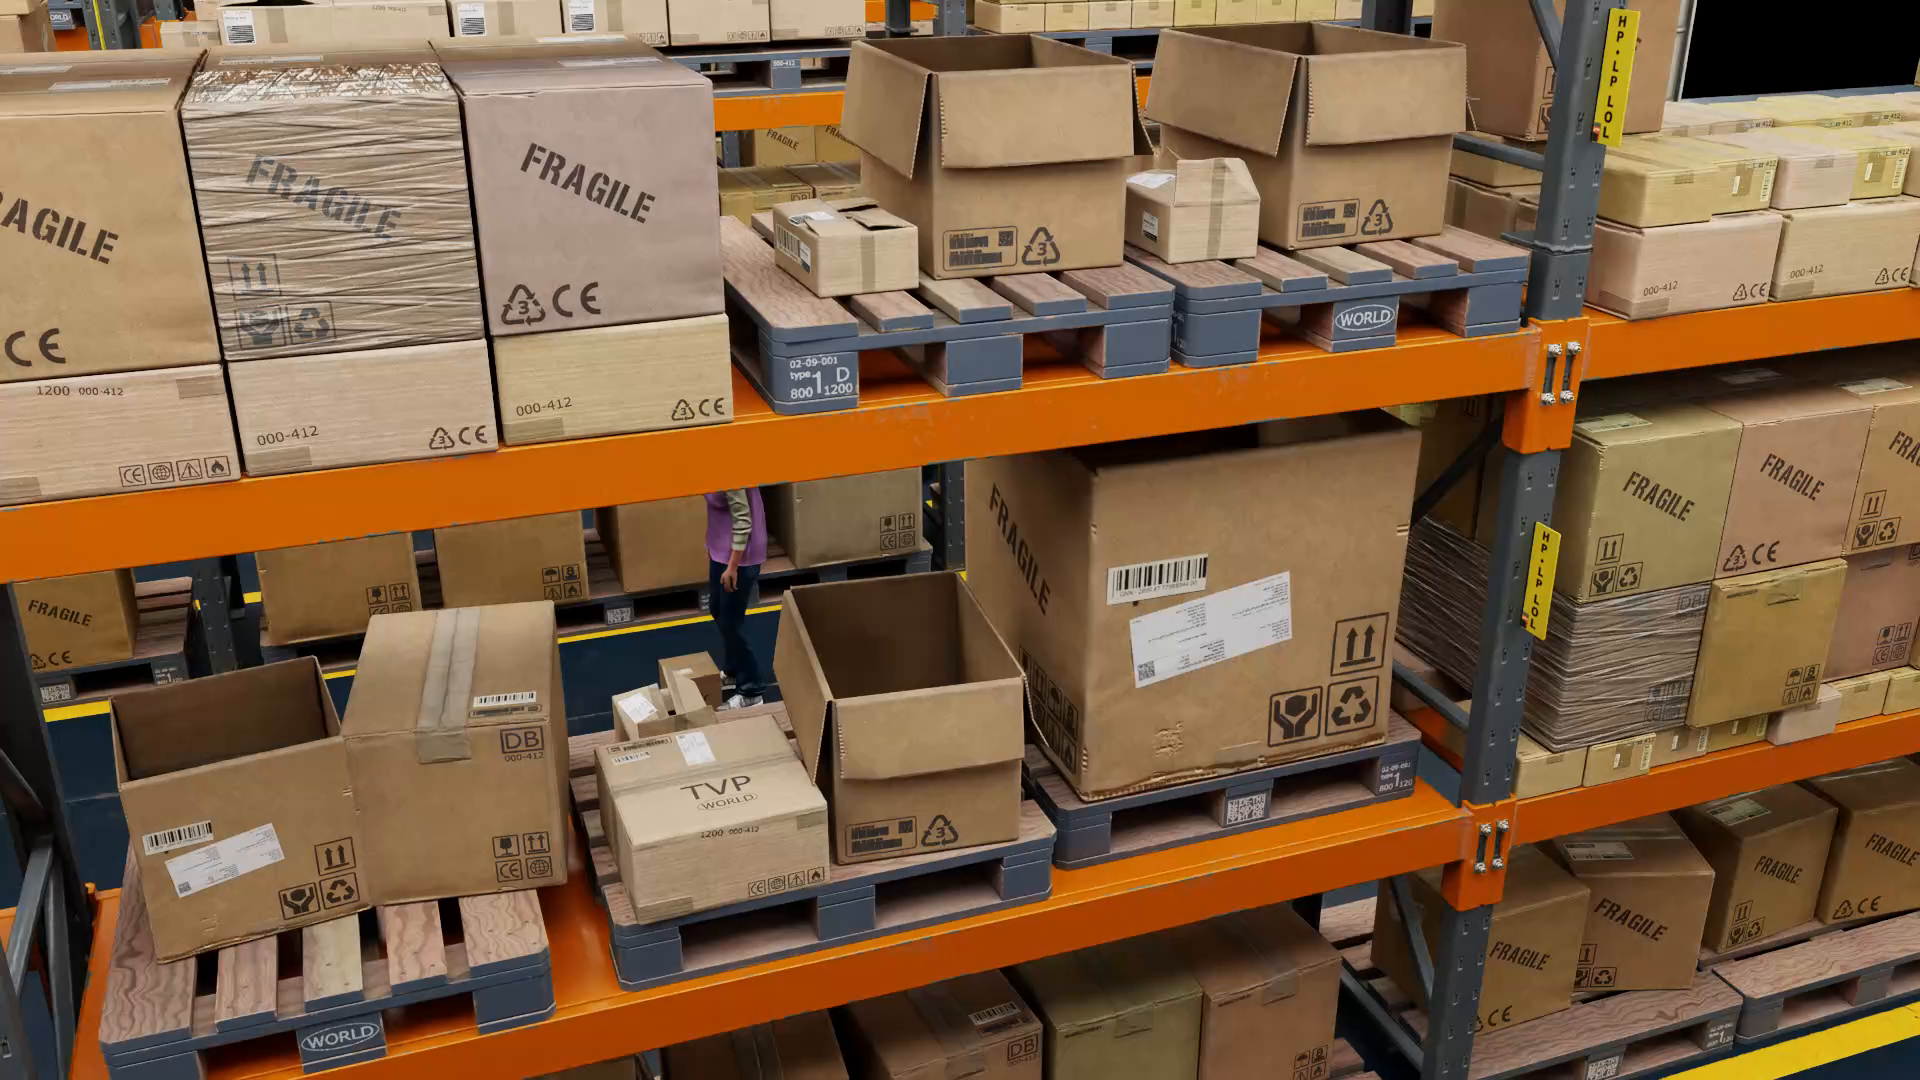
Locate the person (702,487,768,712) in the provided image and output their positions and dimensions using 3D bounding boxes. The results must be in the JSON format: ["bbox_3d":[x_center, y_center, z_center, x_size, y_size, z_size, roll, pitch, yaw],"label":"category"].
[{"bbox_3d":[-1.116,0.086,8.070,0.343,1.582,0.461,-8,24,-19],"label":"person"}]
